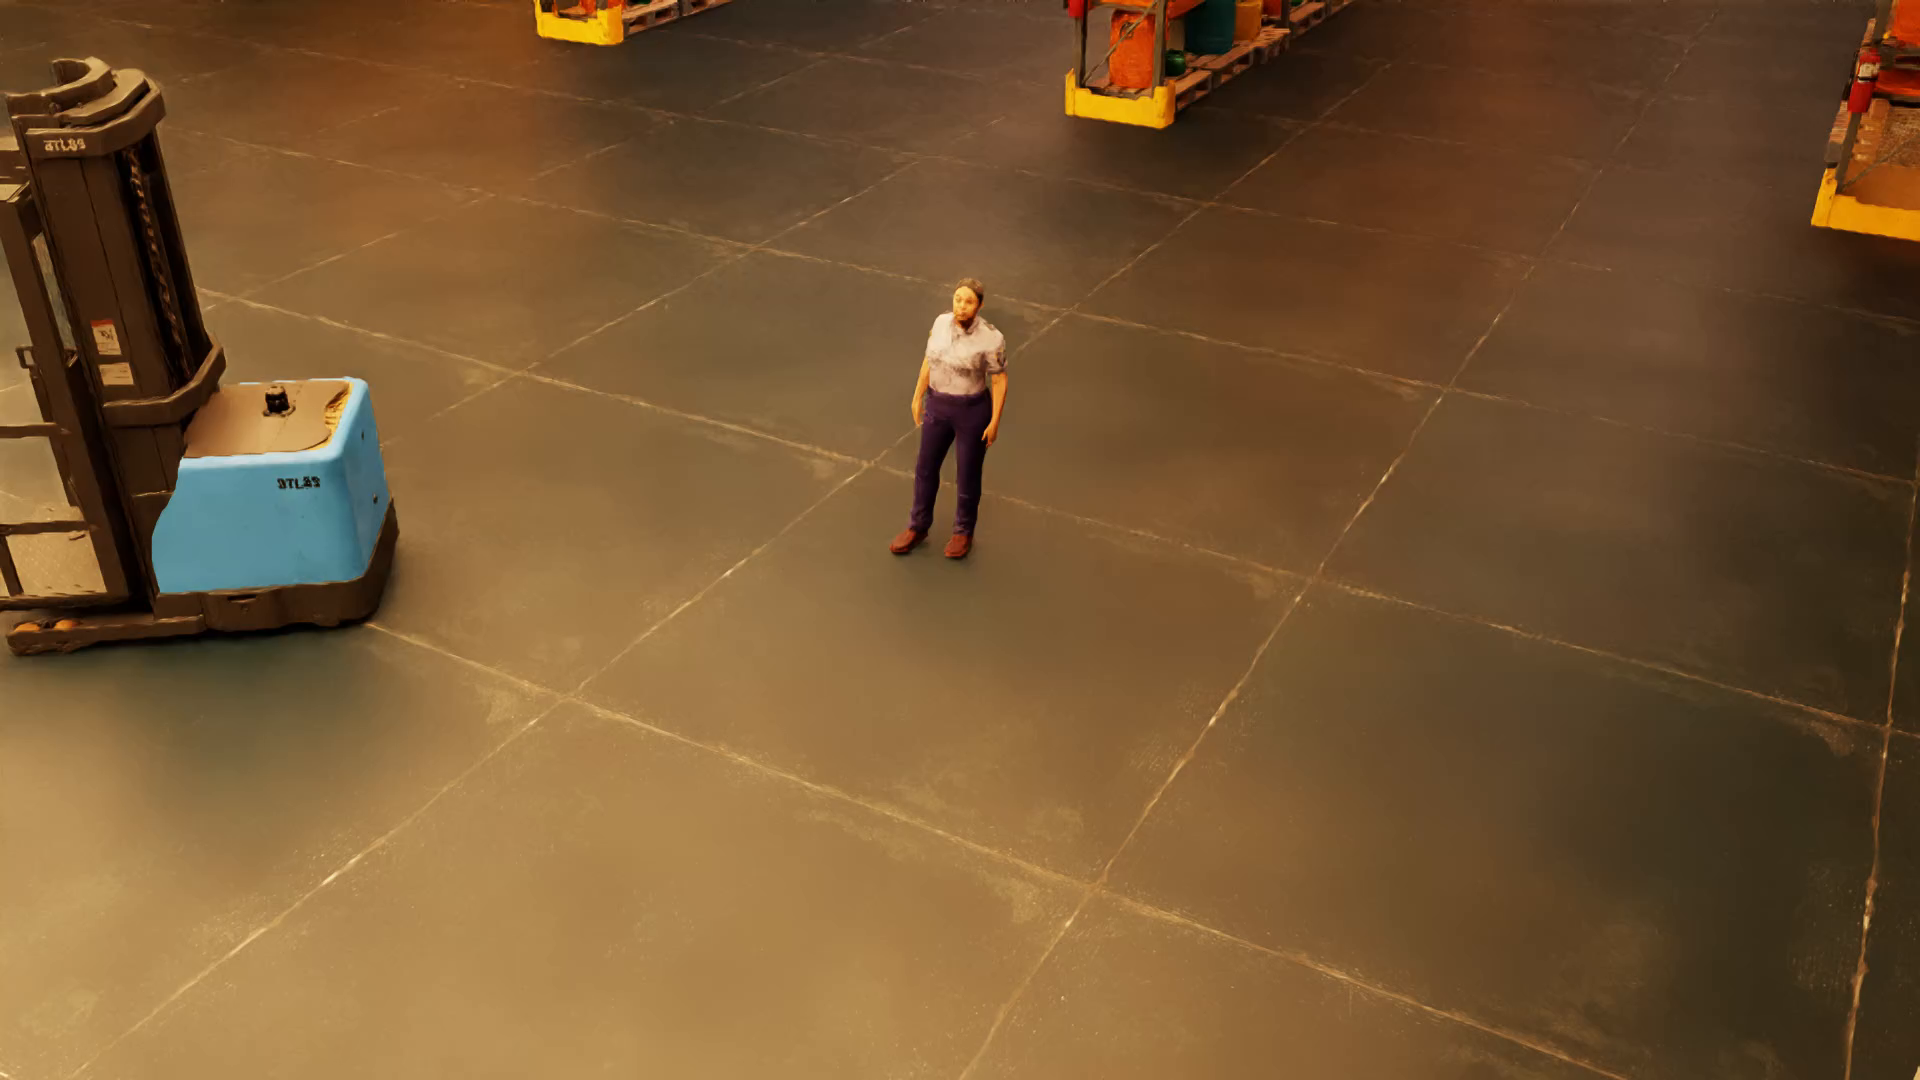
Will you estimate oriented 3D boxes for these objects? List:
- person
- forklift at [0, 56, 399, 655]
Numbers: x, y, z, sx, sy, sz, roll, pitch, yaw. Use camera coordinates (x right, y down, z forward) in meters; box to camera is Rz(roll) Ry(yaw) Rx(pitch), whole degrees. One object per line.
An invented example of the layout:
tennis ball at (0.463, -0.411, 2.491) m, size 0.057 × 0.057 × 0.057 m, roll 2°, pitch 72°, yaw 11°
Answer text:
person at (-0.063, -0.686, 9.529) m, size 0.599 × 1.650 × 0.502 m, roll 15°, pitch 33°, yaw 25°
forklift at (-4.793, -0.936, 8.693) m, size 3.031 × 2.935 × 1.130 m, roll -4°, pitch 30°, yaw -7°
